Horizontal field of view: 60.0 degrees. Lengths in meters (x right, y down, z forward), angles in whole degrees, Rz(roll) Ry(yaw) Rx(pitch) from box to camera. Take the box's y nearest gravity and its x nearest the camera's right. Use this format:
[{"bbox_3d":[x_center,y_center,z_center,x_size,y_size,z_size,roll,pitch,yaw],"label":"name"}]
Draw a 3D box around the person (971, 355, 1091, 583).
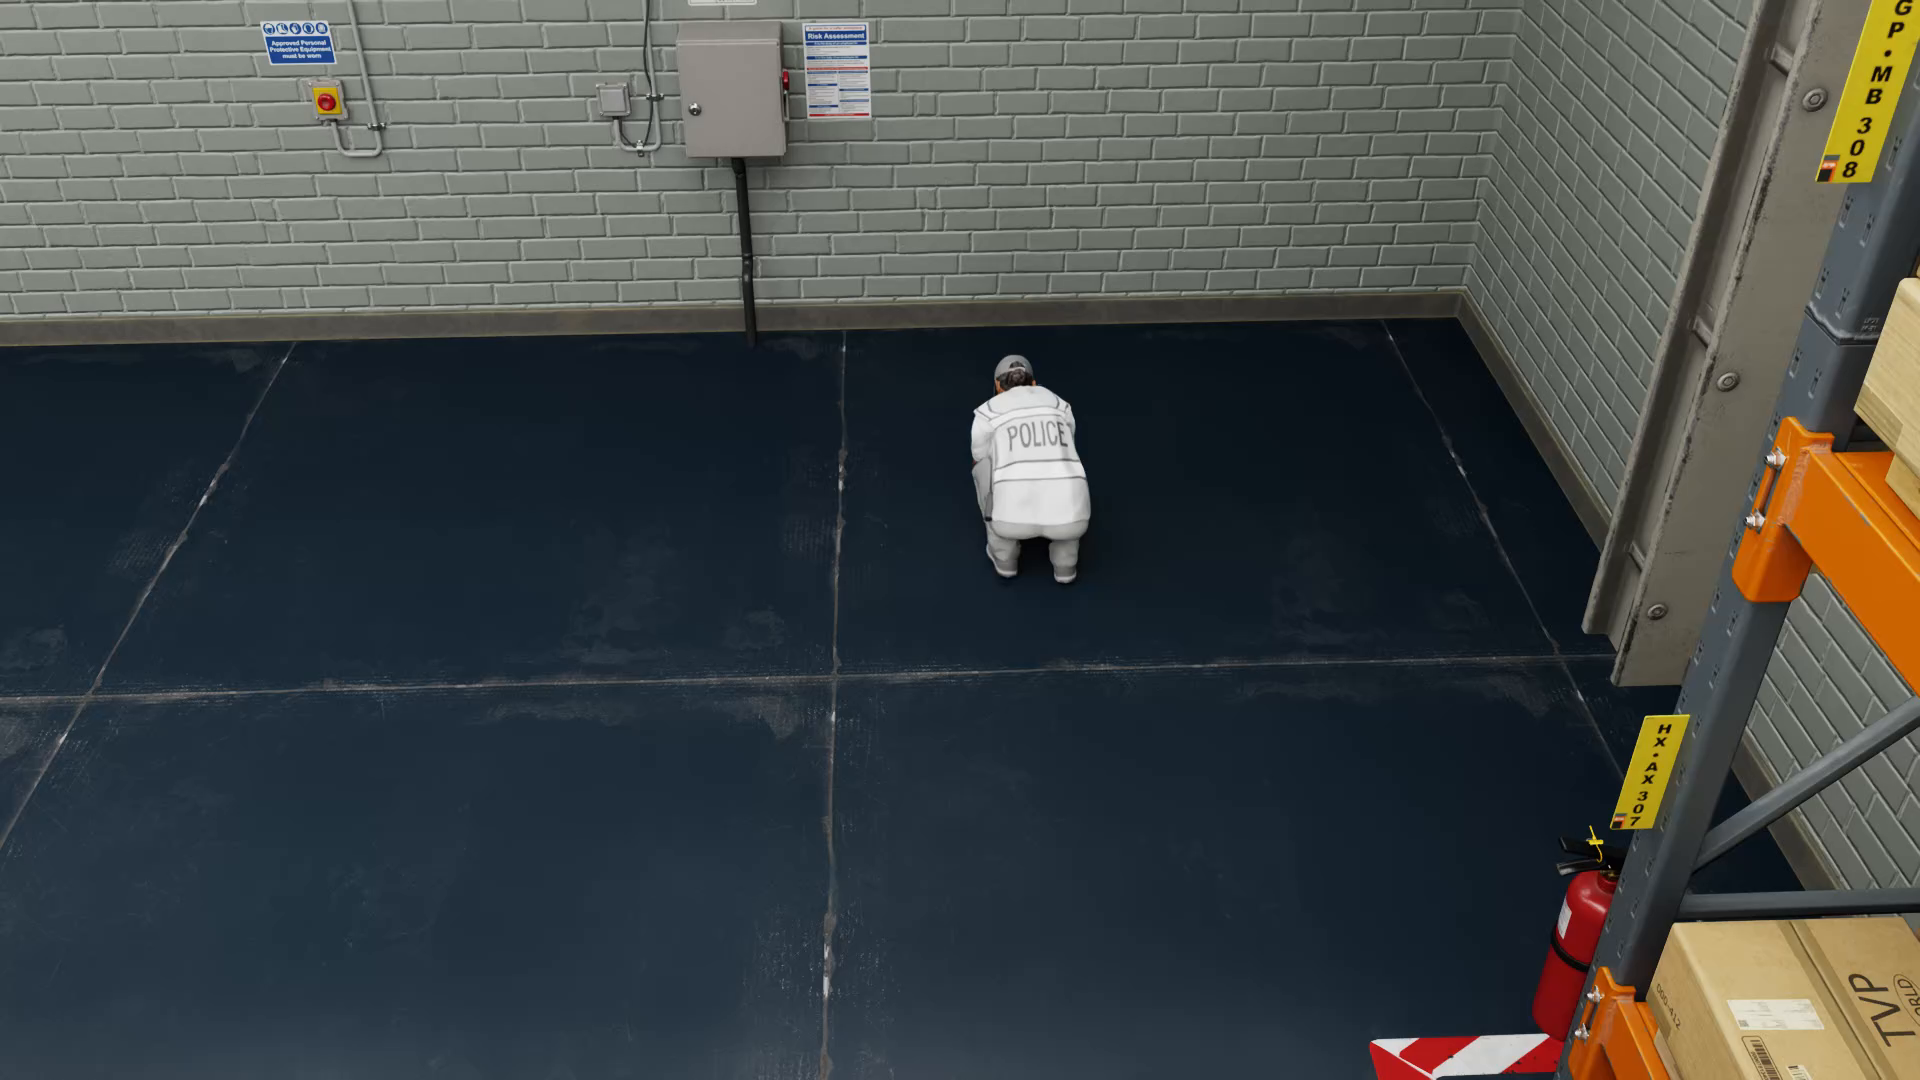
[{"bbox_3d":[0.313,-0.282,7.281,0.518,0.818,0.867,-1,35,-2],"label":"person"}]
